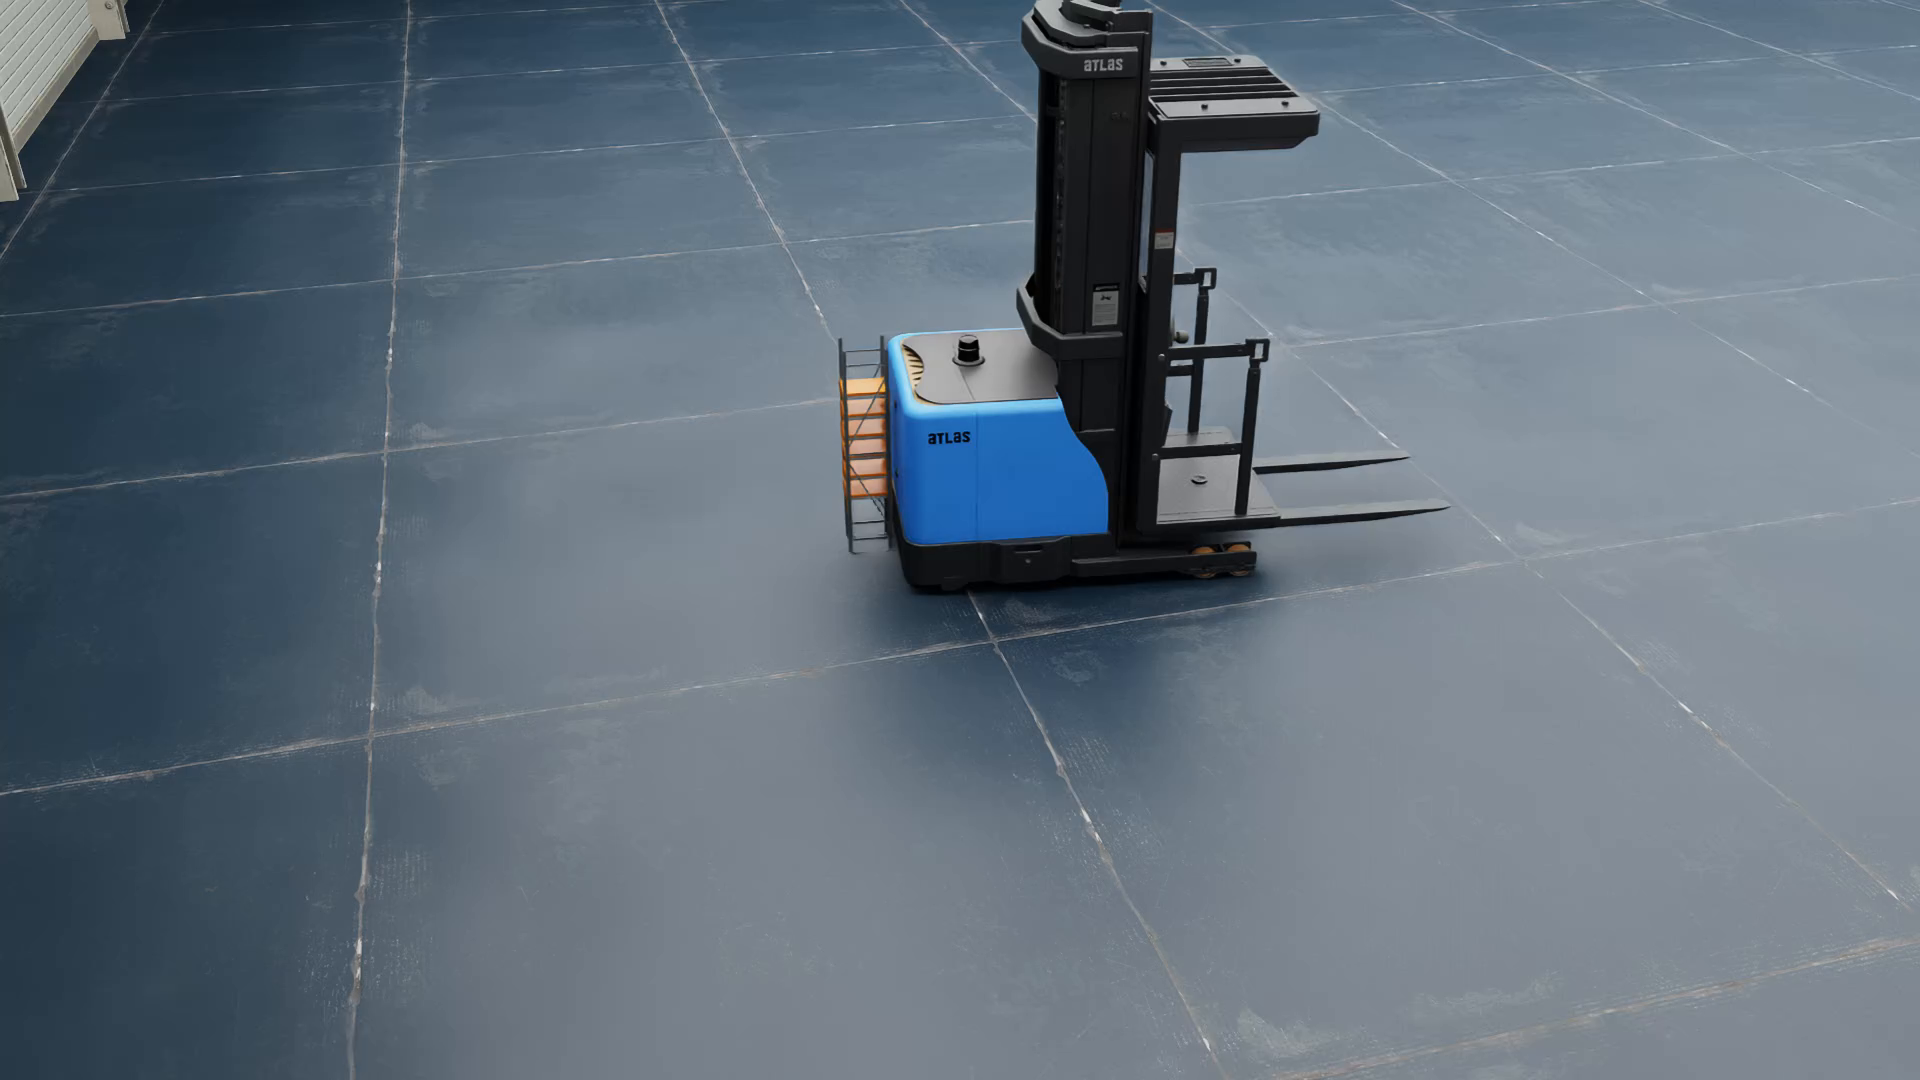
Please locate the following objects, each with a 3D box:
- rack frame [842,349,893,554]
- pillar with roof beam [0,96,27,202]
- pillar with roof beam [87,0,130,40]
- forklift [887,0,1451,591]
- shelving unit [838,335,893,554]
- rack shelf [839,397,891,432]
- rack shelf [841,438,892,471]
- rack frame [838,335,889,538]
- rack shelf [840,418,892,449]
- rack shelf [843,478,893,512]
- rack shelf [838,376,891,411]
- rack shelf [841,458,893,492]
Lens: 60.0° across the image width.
[{"bbox_3d":[-0.488,-0.453,8.835,0.240,1.200,0.006,-5,30,-8],"label":"rack frame"},{"bbox_3d":[-4.154,-7.463,13.161,9.100,9.000,0.400,-8,31,-13],"label":"pillar with roof beam"},{"bbox_3d":[-5.747,-10.361,18.168,9.100,9.000,0.400,-8,31,-13],"label":"pillar with roof beam"},{"bbox_3d":[1.151,-1.322,8.609,3.031,2.935,1.130,-4,30,-7],"label":"forklift"},{"bbox_3d":[-0.503,-0.499,8.914,0.258,1.200,0.189,-5,30,-8],"label":"shelving unit"},{"bbox_3d":[-0.503,-0.668,8.816,0.258,0.103,0.180,-5,30,-8],"label":"rack shelf"},{"bbox_3d":[-0.503,-0.460,8.936,0.258,0.103,0.180,-5,30,-8],"label":"rack shelf"},{"bbox_3d":[-0.517,-0.544,8.992,0.240,1.200,0.006,-5,30,-8],"label":"rack frame"},{"bbox_3d":[-0.503,-0.564,8.876,0.258,0.103,0.180,-5,30,-8],"label":"rack shelf"},{"bbox_3d":[-0.503,-0.252,9.056,0.258,0.103,0.180,-5,30,-8],"label":"rack shelf"},{"bbox_3d":[-0.503,-0.772,8.756,0.258,0.103,0.180,-5,30,-8],"label":"rack shelf"},{"bbox_3d":[-0.503,-0.356,8.996,0.258,0.103,0.180,-5,30,-8],"label":"rack shelf"}]
